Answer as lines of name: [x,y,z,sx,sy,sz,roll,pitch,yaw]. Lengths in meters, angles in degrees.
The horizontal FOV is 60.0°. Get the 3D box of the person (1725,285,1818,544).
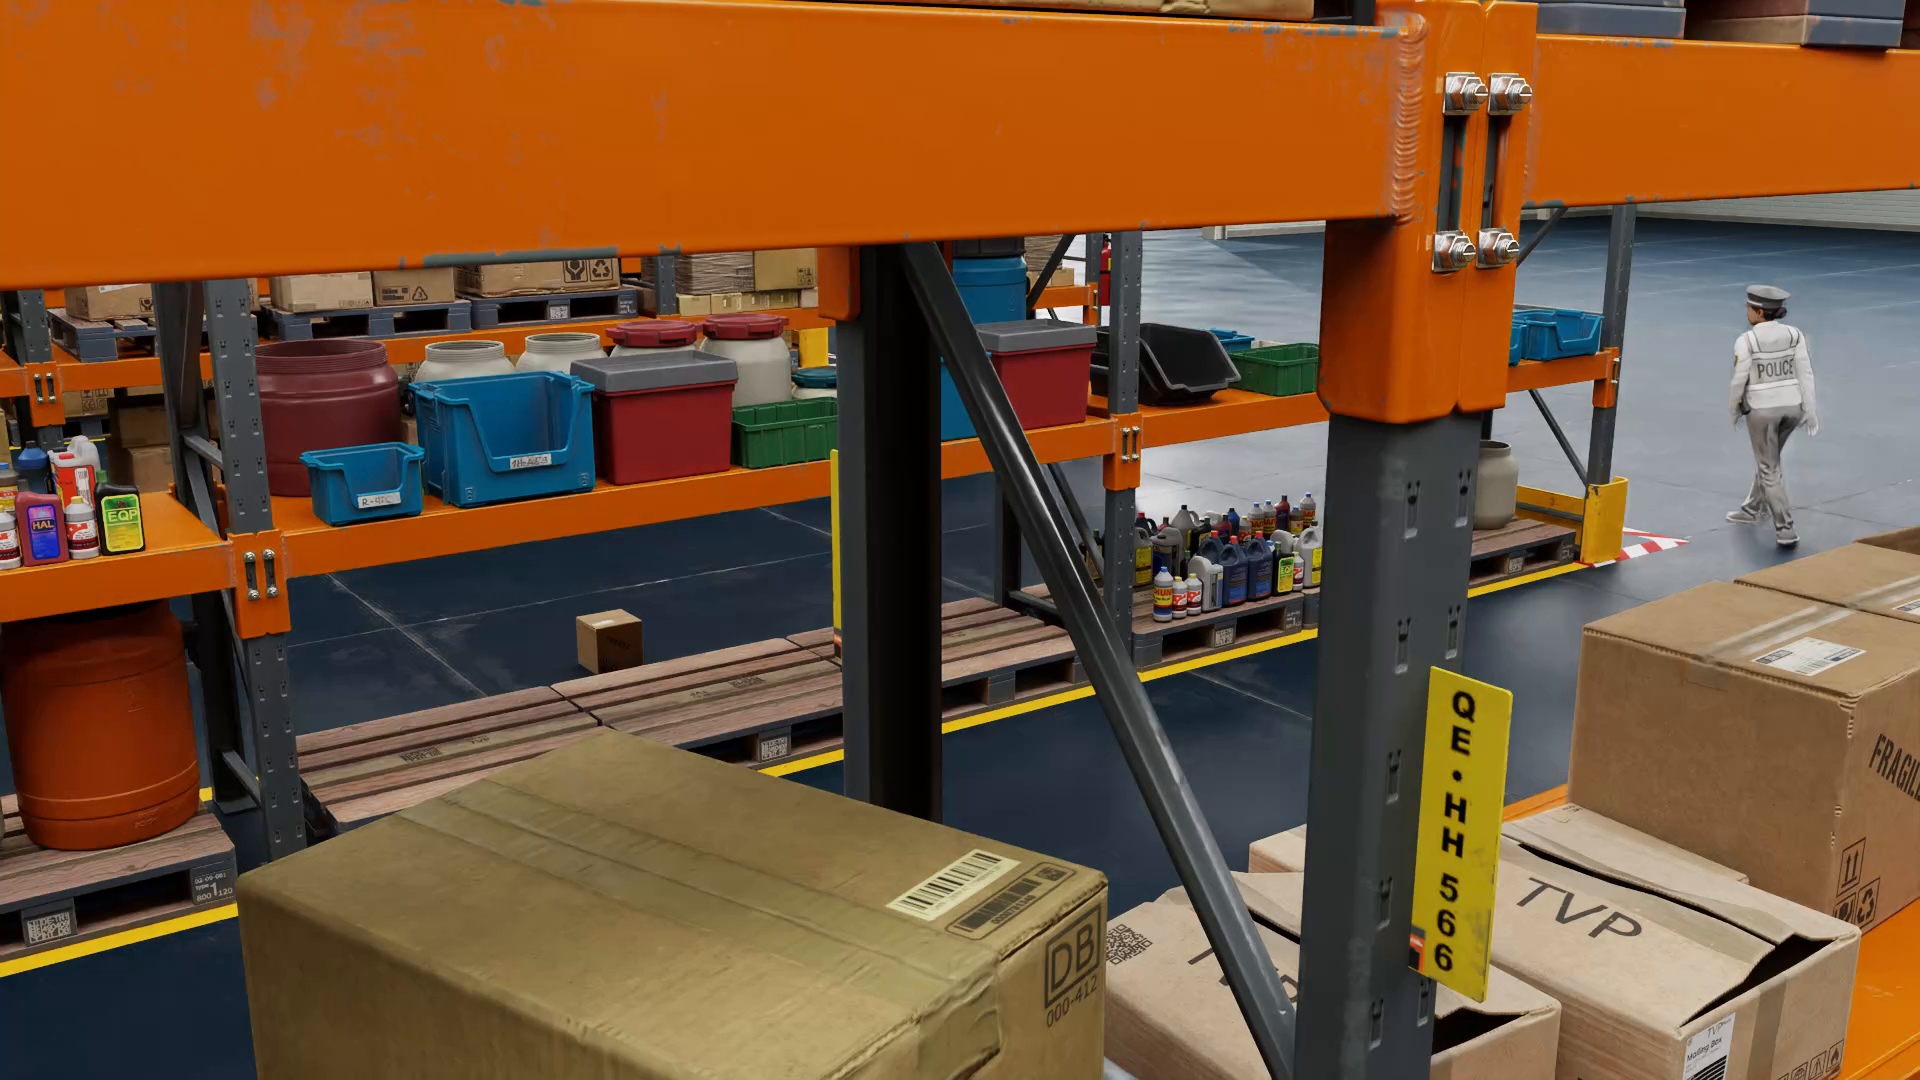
person: [5.201,-0.829,10.817,0.529,1.646,0.754,-2,15,-7]
